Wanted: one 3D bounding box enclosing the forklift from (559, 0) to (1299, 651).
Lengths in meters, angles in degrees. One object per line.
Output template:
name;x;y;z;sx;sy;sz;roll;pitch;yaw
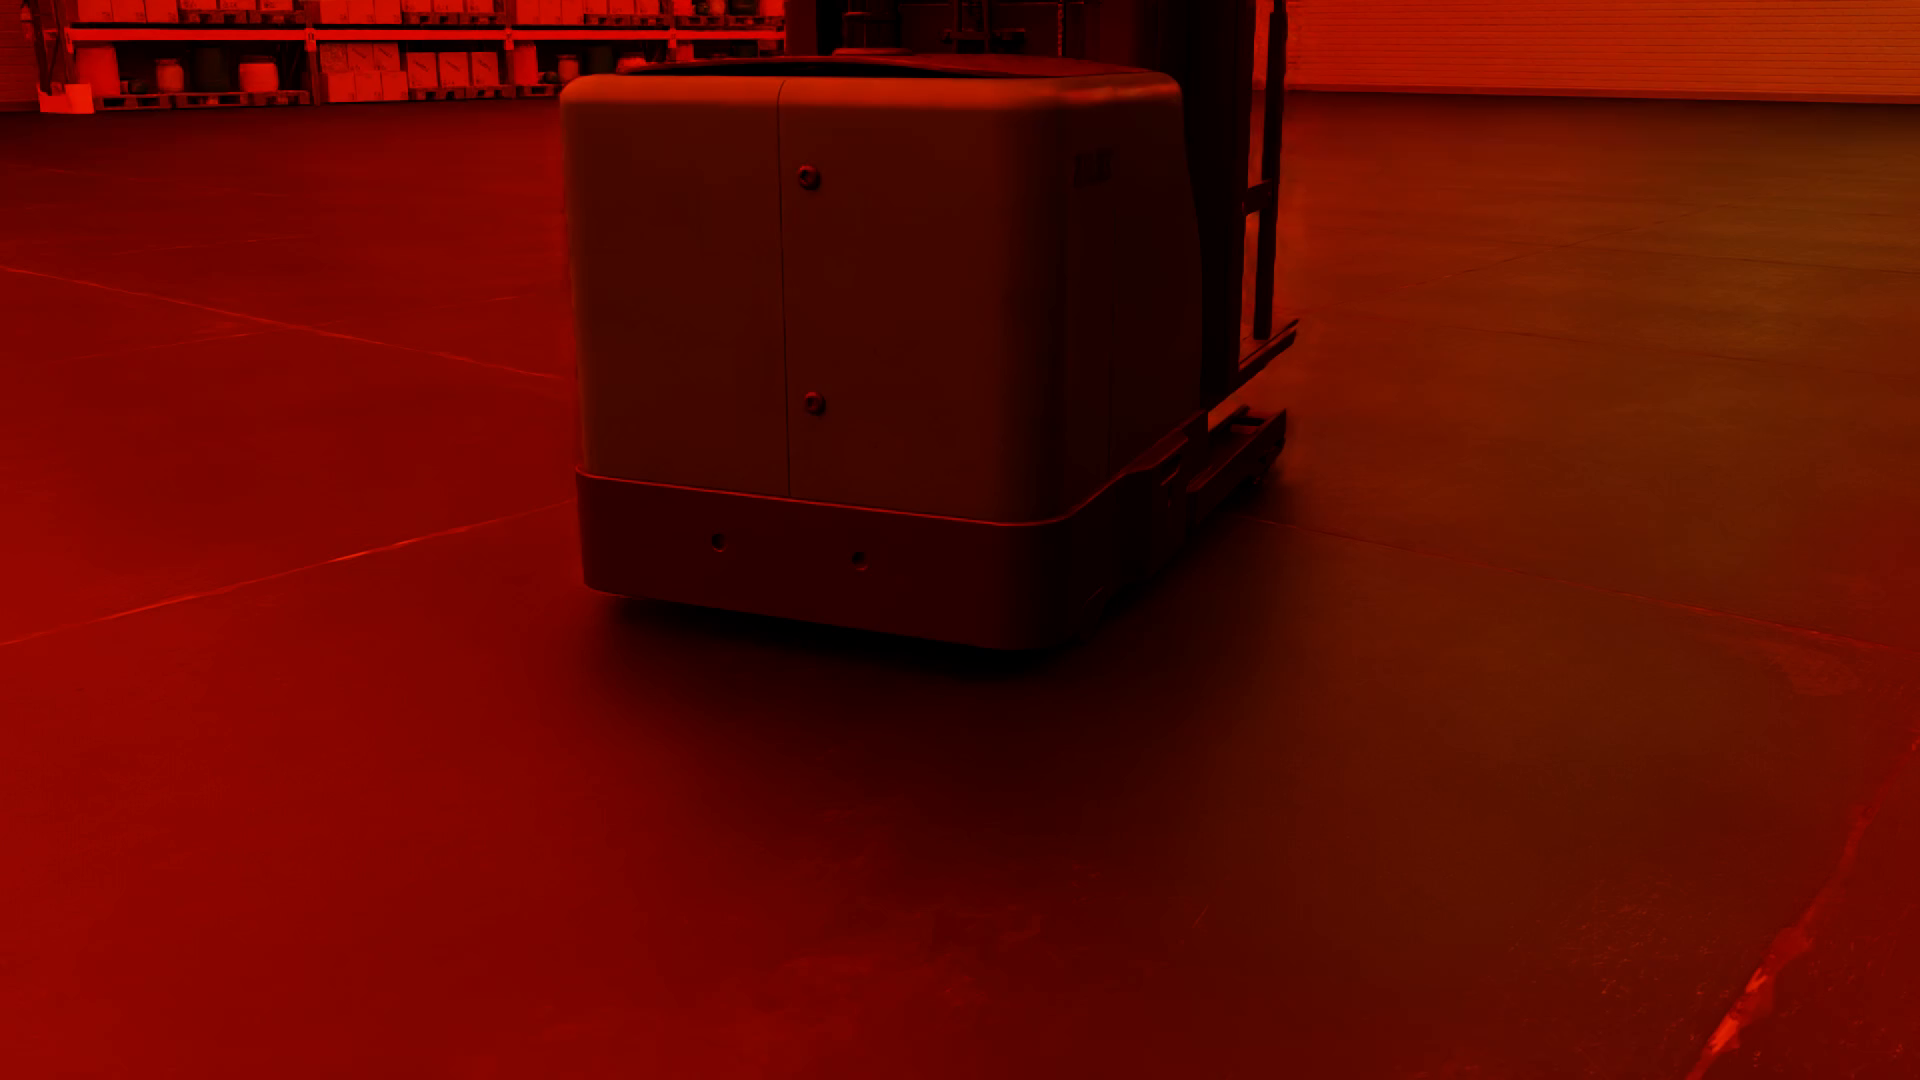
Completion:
forklift;0.259;-1.586;4.121;1.130;2.935;3.031;7;18;22
